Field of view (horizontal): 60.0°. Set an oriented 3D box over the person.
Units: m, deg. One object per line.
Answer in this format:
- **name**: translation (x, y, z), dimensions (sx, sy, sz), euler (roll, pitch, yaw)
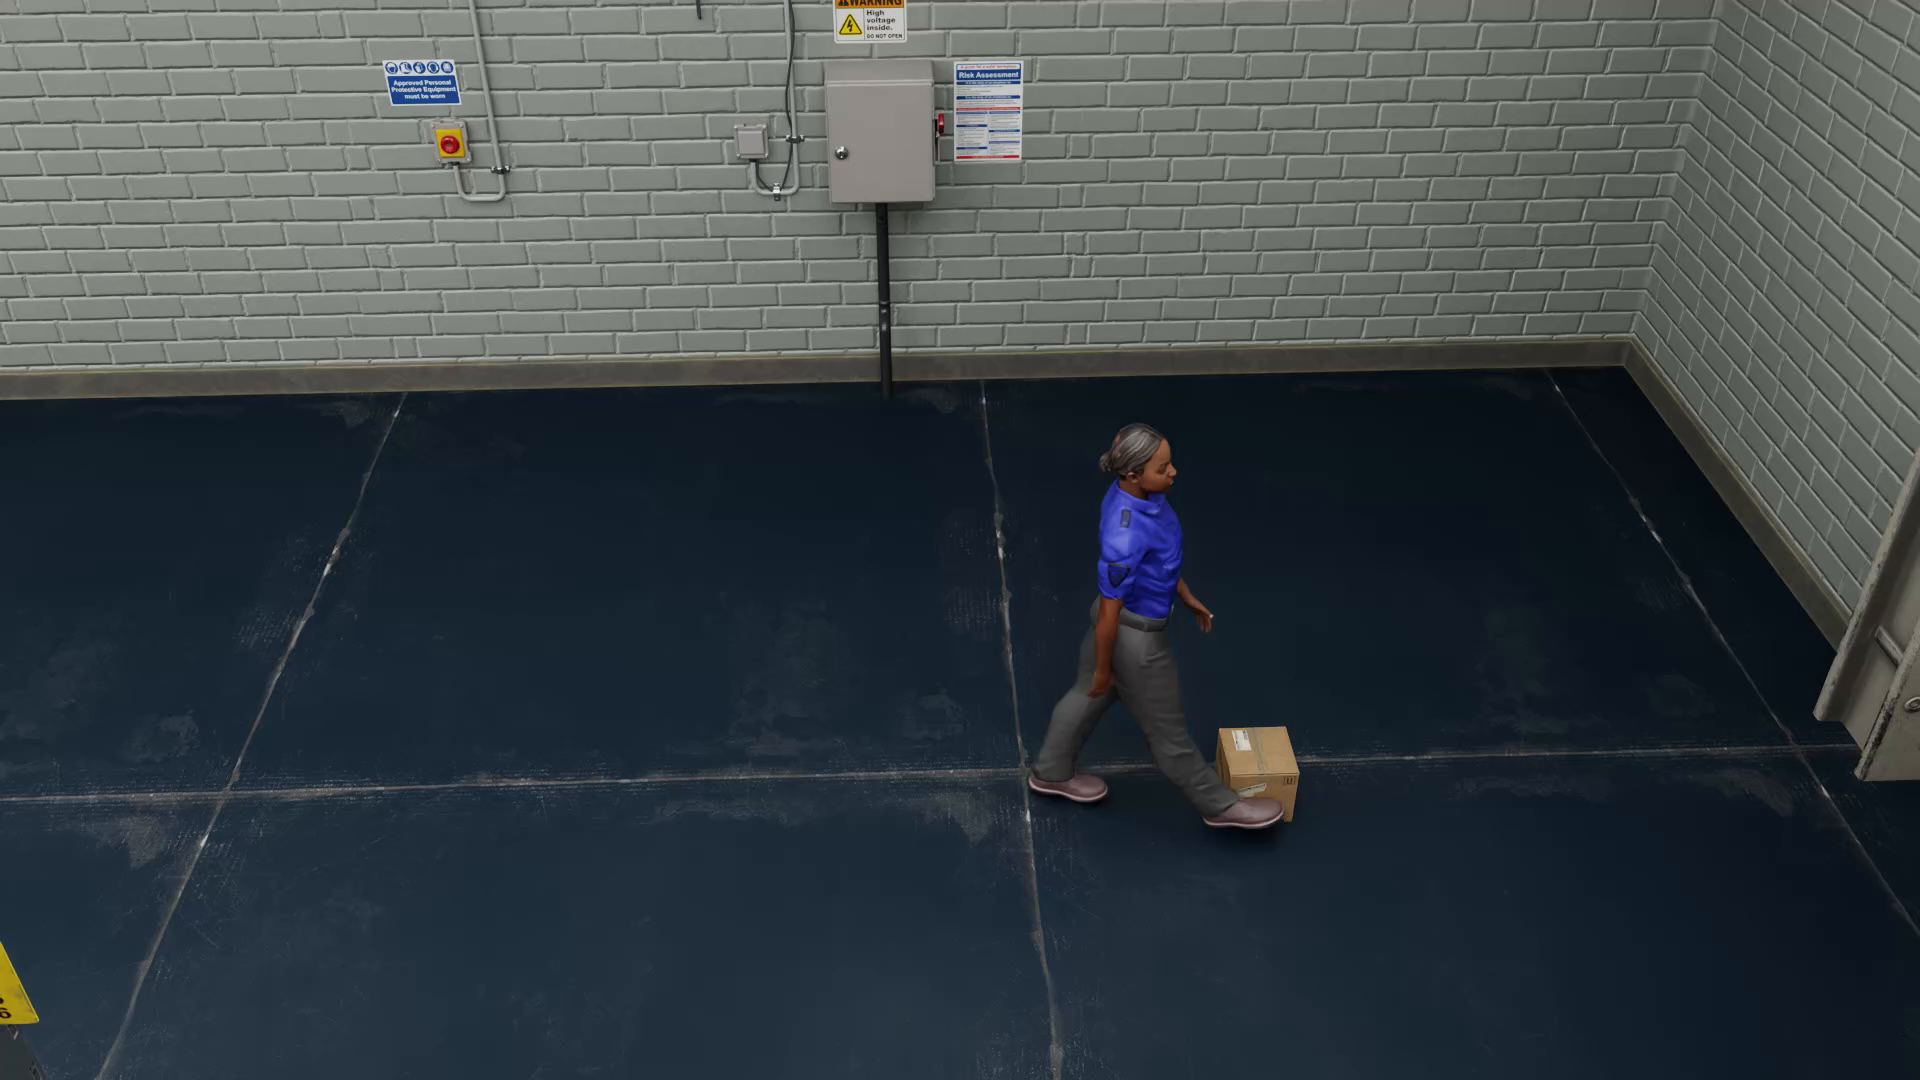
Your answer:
- **person**: translation (0.713, 0.347, 5.735), dimensions (0.920, 1.515, 0.451), euler (2, 35, 2)
